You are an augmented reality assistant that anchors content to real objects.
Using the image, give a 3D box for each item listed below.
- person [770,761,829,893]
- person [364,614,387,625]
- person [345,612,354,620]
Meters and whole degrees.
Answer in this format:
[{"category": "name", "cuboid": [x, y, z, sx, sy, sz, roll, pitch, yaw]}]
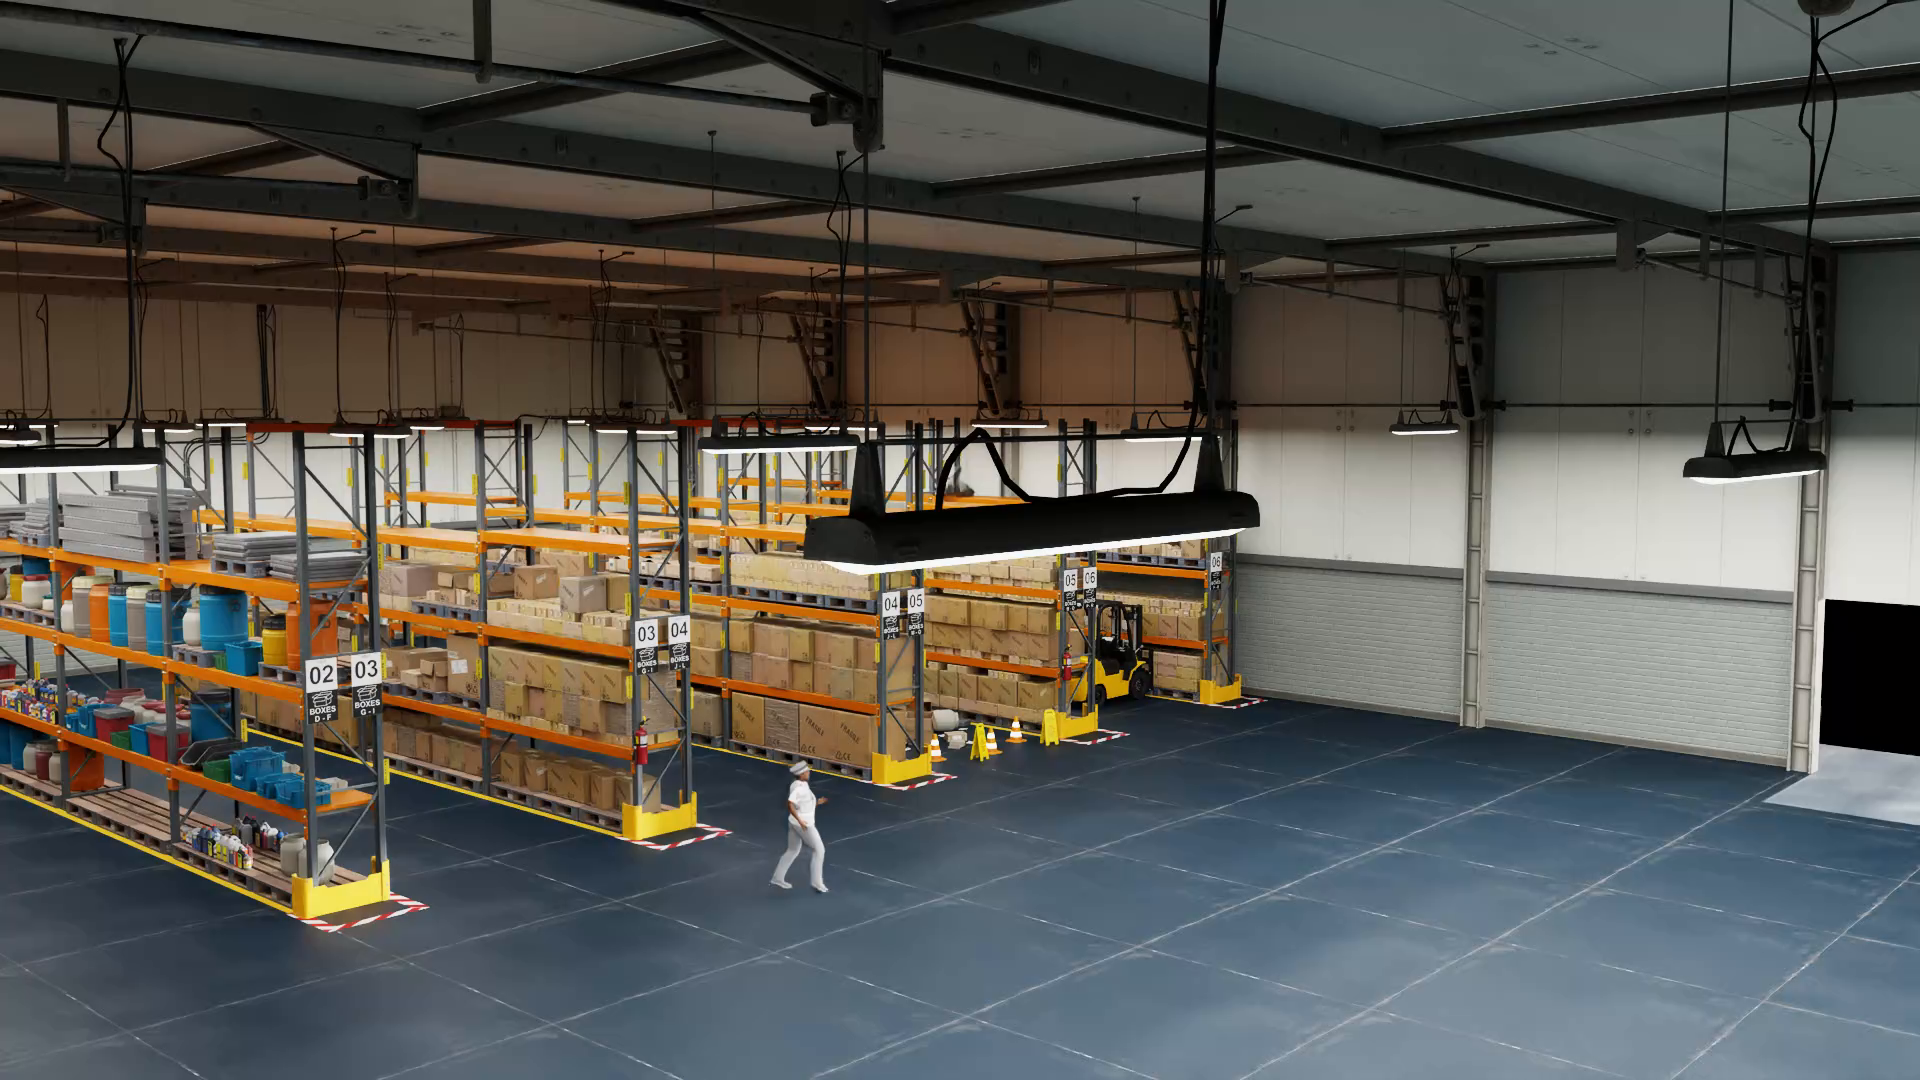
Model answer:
[{"category": "person", "cuboid": [-2.064, 3.727, 21.507, 0.777, 1.756, 0.547, -2, 5, -25]}, {"category": "person", "cuboid": [-13.988, 2.250, 39.430, 0.768, 1.803, 0.749, 3, 6, 34]}, {"category": "person", "cuboid": [-14.314, 2.307, 38.905, 0.827, 1.689, 0.475, 2, 5, 25]}]
